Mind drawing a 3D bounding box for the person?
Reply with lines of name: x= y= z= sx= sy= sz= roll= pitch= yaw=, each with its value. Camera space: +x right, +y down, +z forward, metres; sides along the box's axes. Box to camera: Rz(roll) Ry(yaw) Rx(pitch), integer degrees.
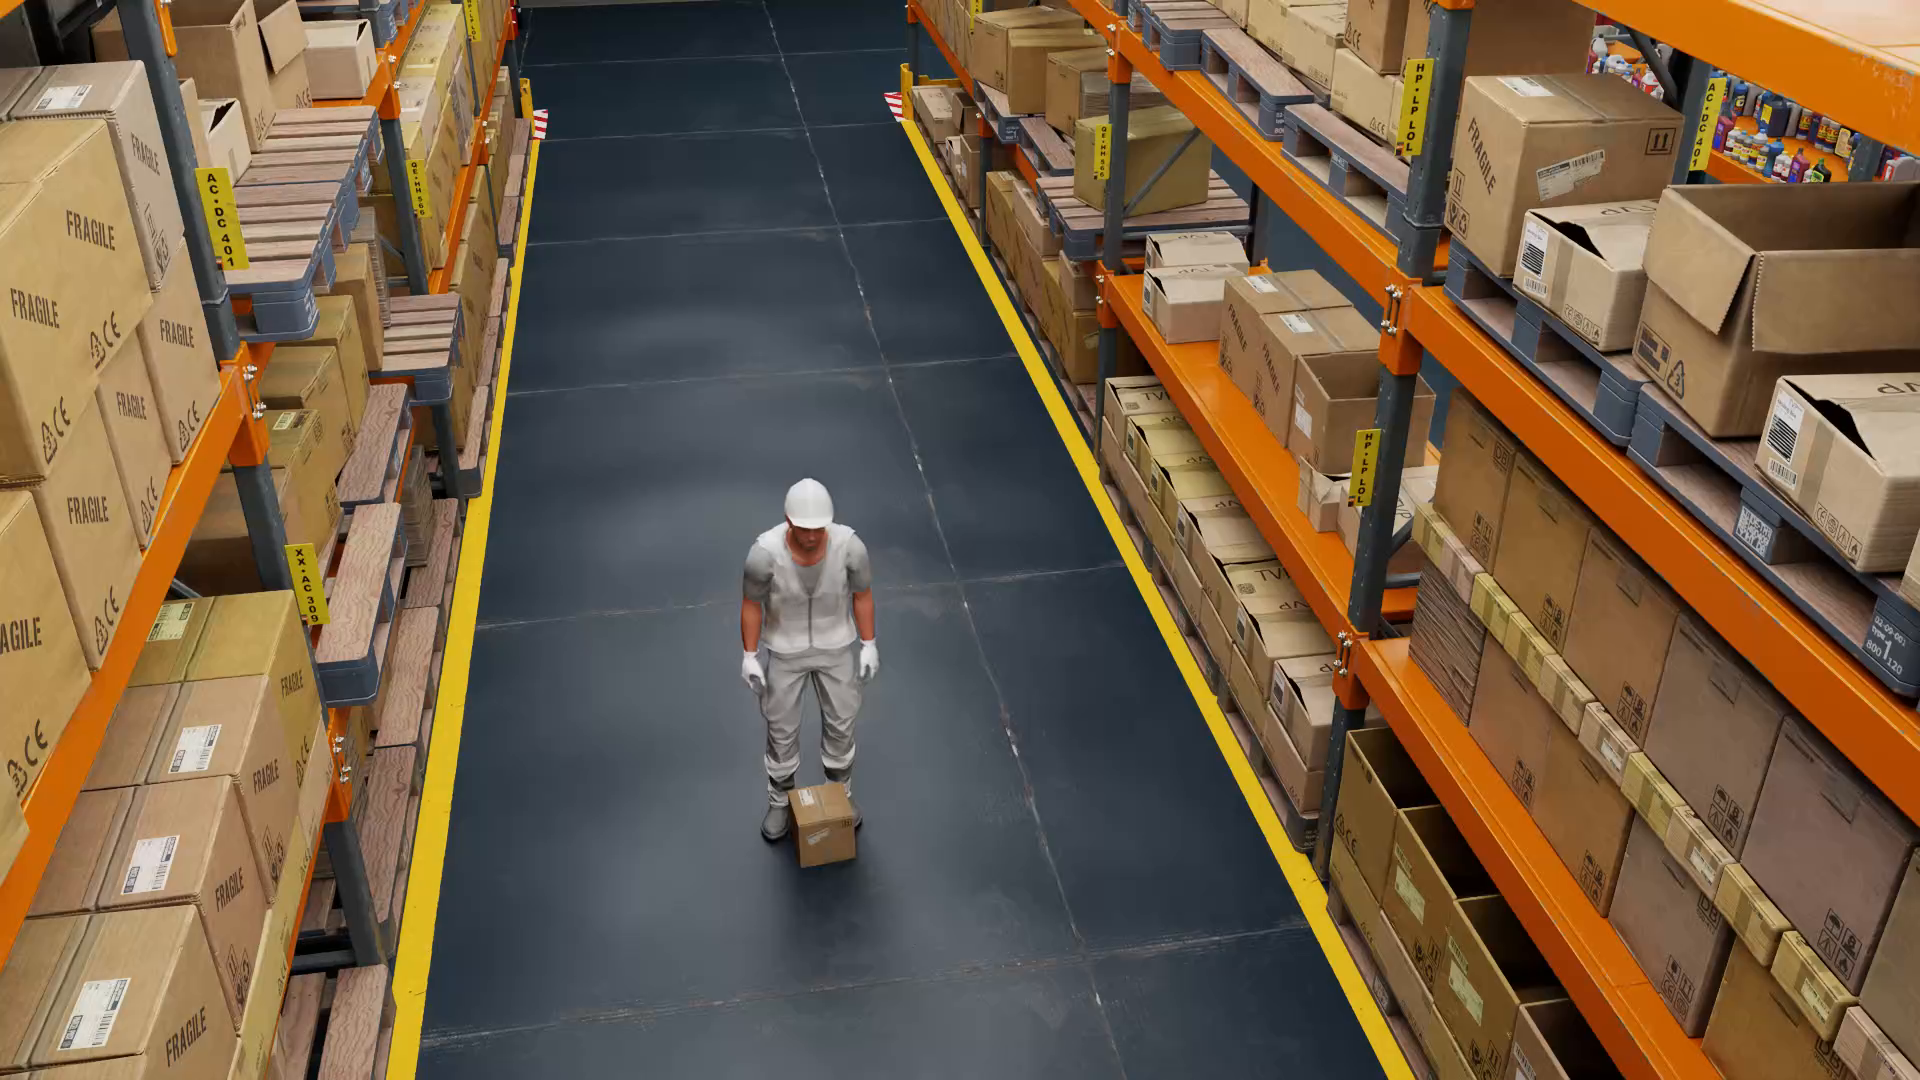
person: x=-0.654 y=0.505 z=7.264 sx=0.609 sy=1.779 sz=0.454 roll=-5 pitch=31 yaw=-9
